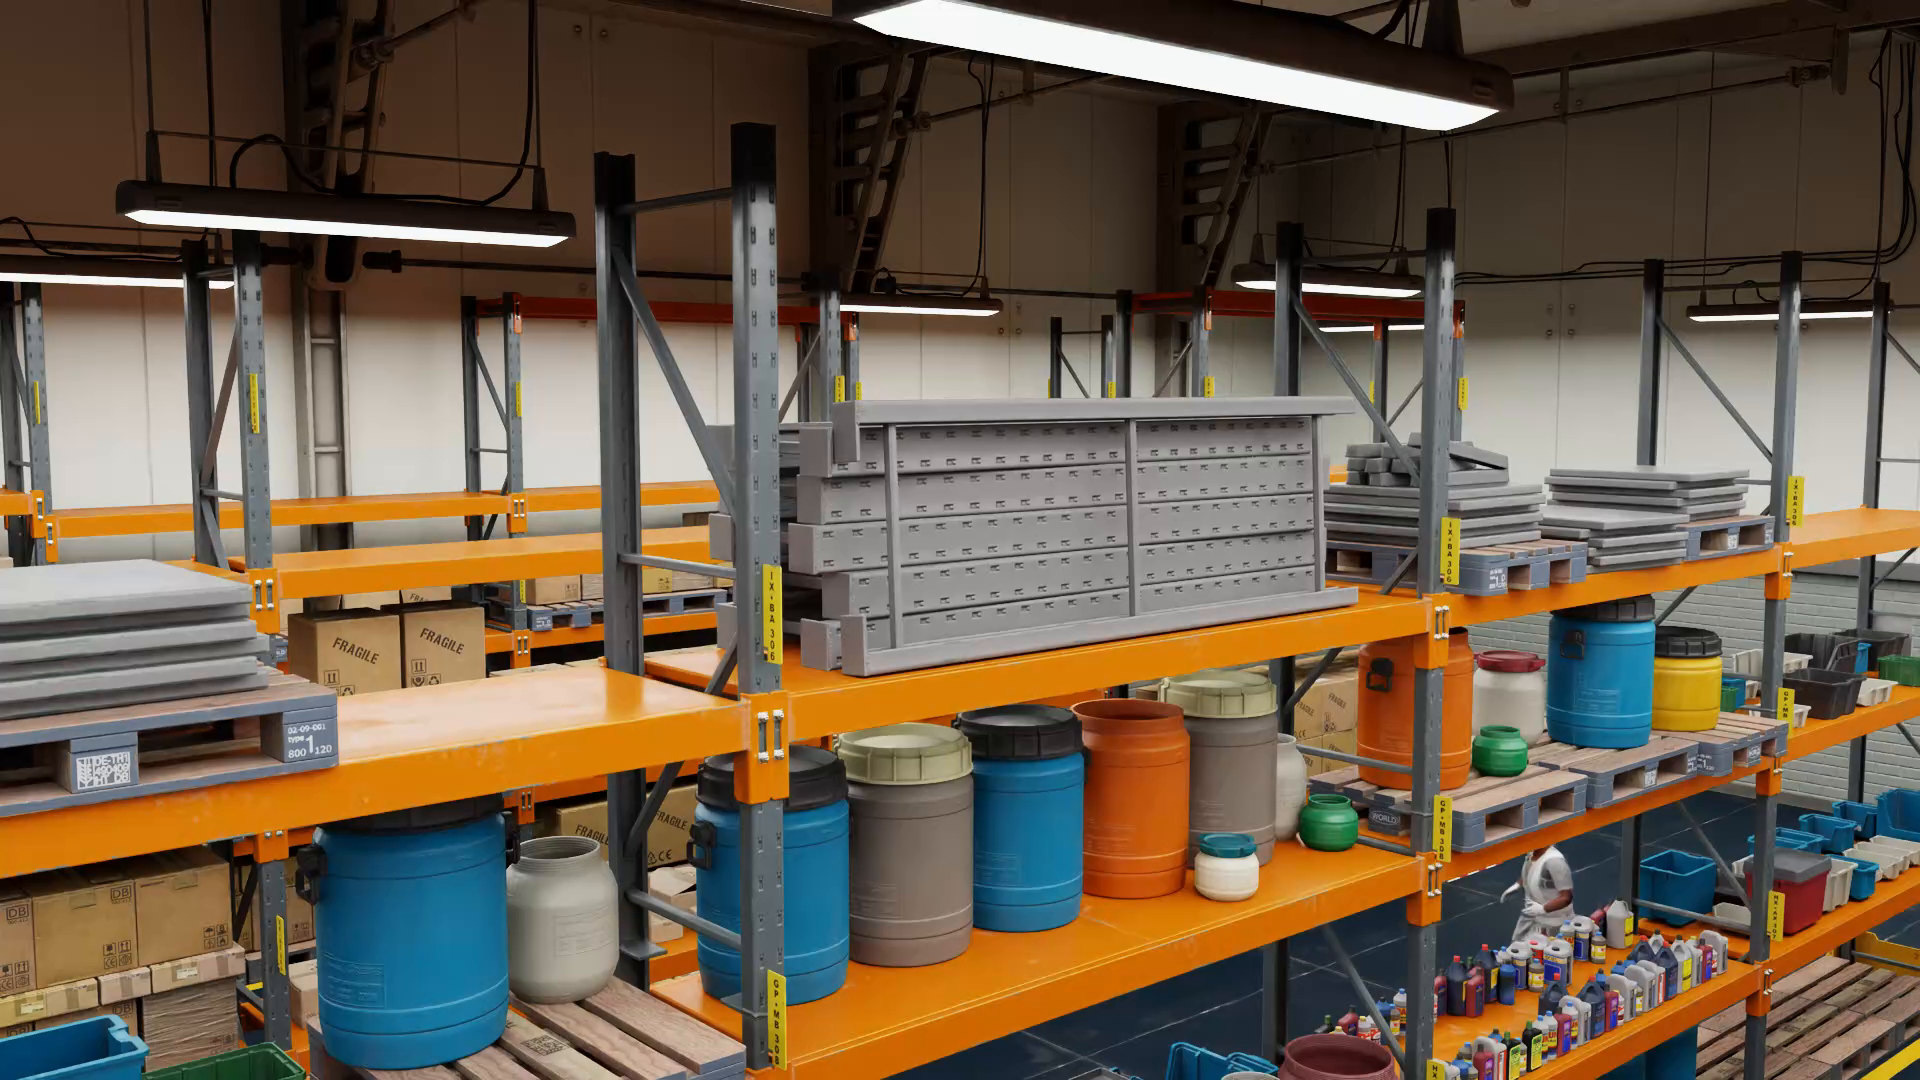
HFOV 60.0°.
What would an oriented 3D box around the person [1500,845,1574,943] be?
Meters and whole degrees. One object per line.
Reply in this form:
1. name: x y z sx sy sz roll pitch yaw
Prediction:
1. person: 4.774 3.063 13.586 0.546 1.683 0.776 -1 6 -15
